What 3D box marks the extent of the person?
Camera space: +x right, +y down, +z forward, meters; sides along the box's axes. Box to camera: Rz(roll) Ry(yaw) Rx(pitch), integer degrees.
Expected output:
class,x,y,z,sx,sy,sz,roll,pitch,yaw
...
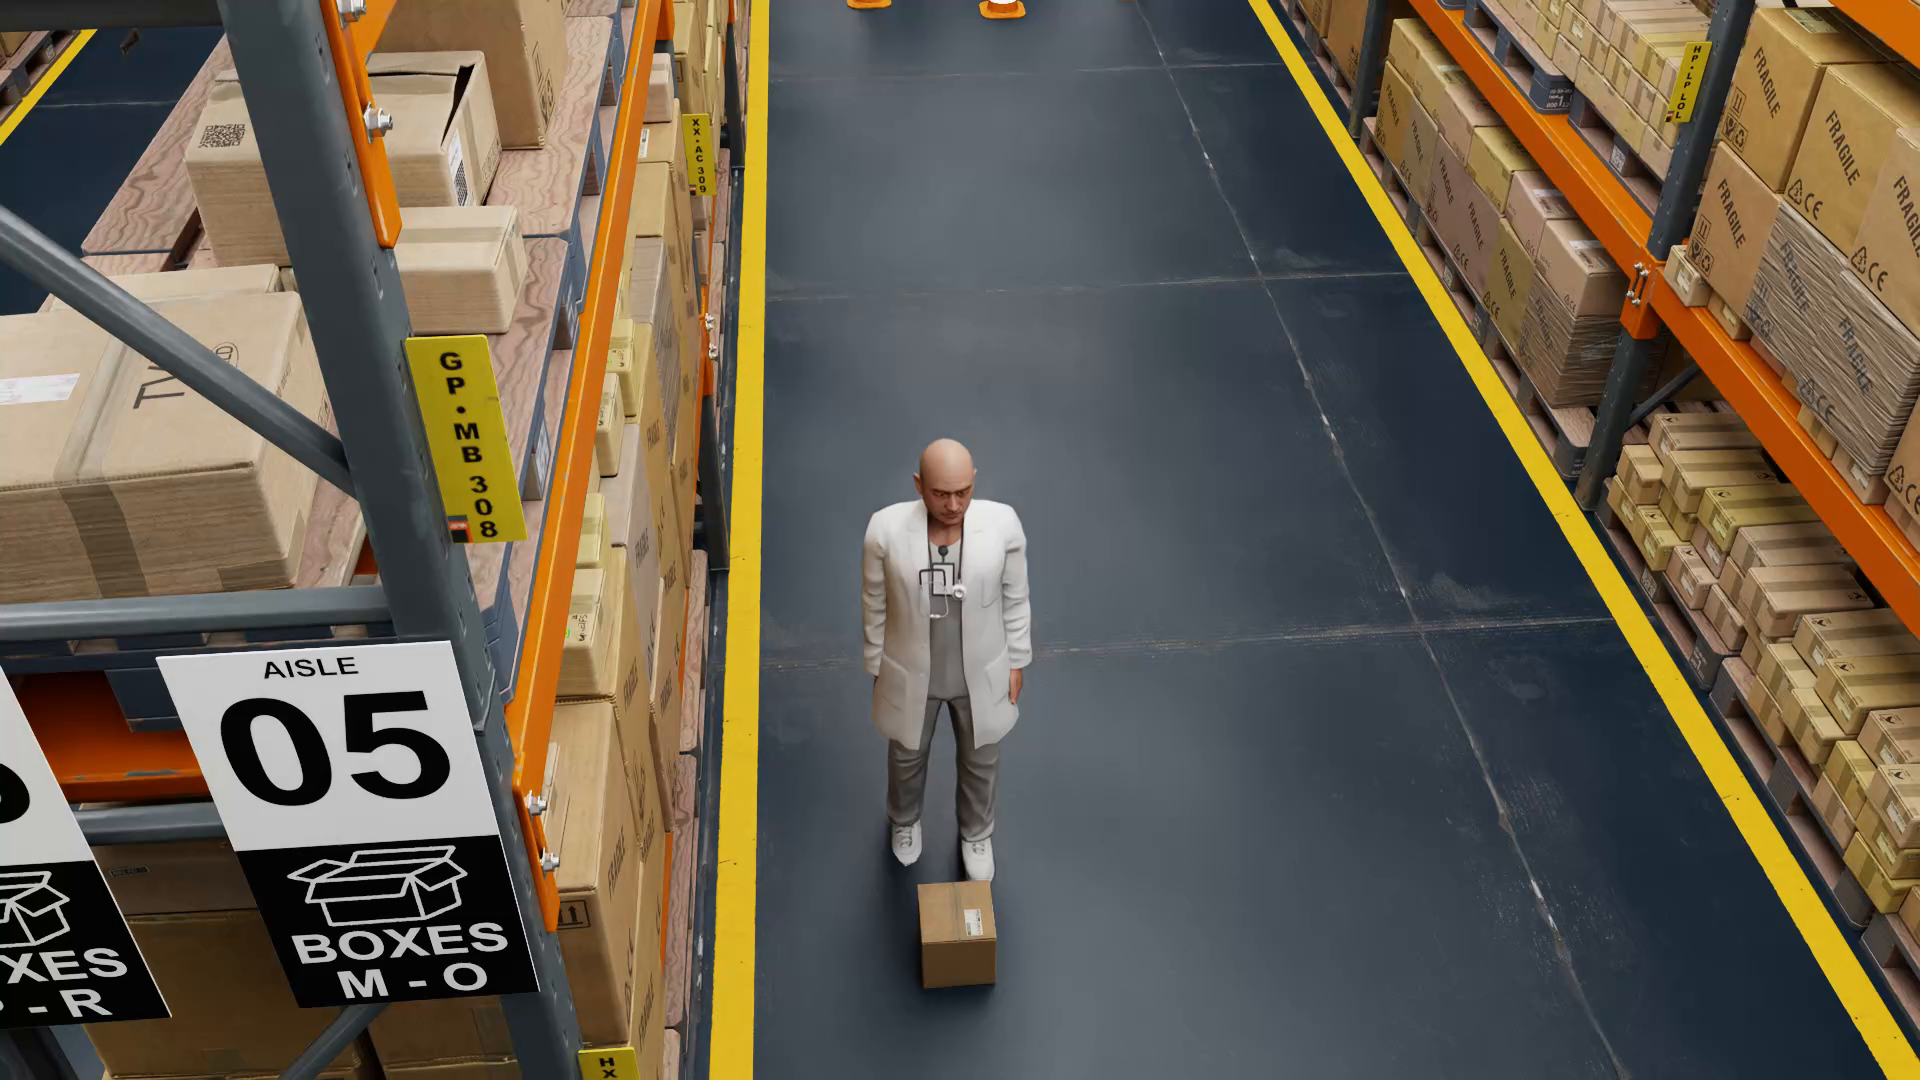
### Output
class,x,y,z,sx,sy,sz,roll,pitch,yaw
person,-0.042,0.452,5.643,0.575,1.831,0.482,-2,39,-3
